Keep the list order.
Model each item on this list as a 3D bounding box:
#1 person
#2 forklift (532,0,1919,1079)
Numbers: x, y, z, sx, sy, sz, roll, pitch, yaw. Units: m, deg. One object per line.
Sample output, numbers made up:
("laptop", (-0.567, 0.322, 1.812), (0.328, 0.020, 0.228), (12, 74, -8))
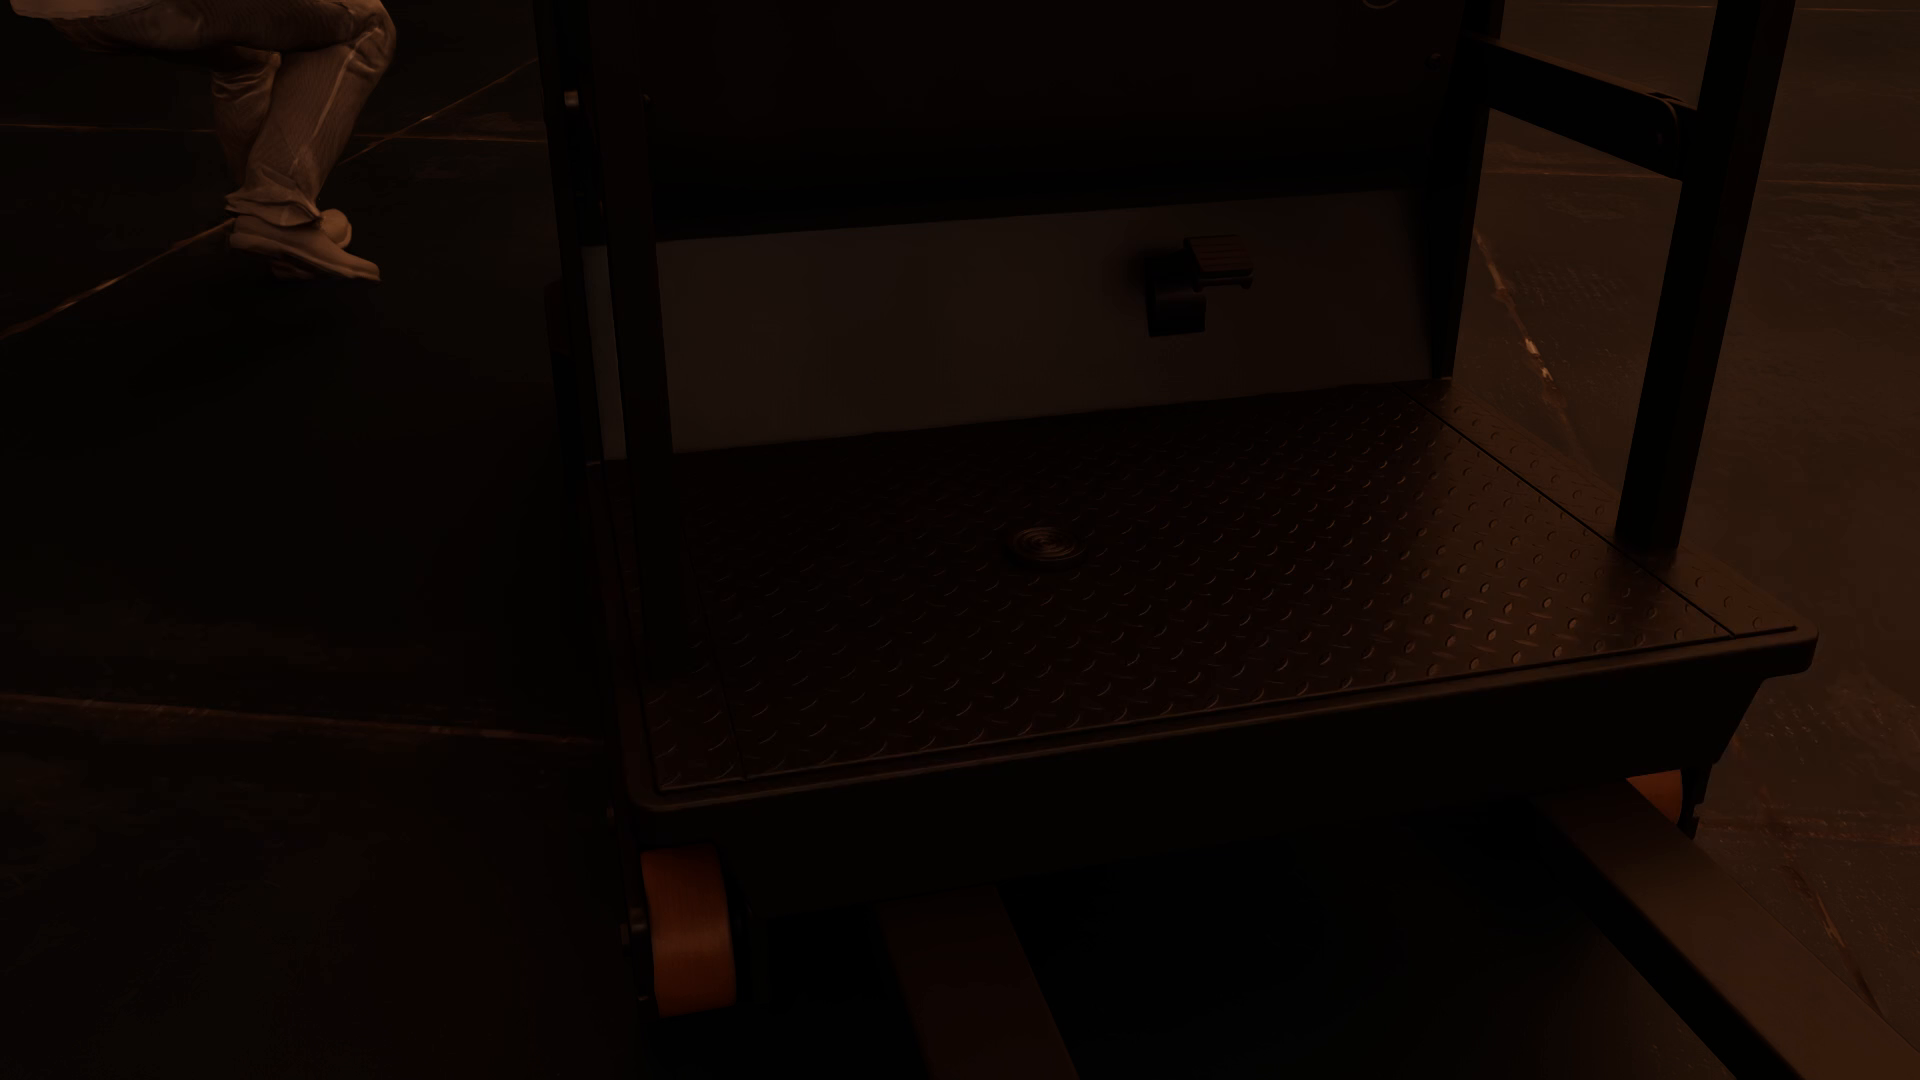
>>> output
("person", (-1.424, -1.177, 3.125), (1.205, 1.565, 0.823), (14, 30, 25))
("forklift", (0.153, -1.049, 1.319), (1.130, 2.935, 3.031), (-7, 27, -13))
